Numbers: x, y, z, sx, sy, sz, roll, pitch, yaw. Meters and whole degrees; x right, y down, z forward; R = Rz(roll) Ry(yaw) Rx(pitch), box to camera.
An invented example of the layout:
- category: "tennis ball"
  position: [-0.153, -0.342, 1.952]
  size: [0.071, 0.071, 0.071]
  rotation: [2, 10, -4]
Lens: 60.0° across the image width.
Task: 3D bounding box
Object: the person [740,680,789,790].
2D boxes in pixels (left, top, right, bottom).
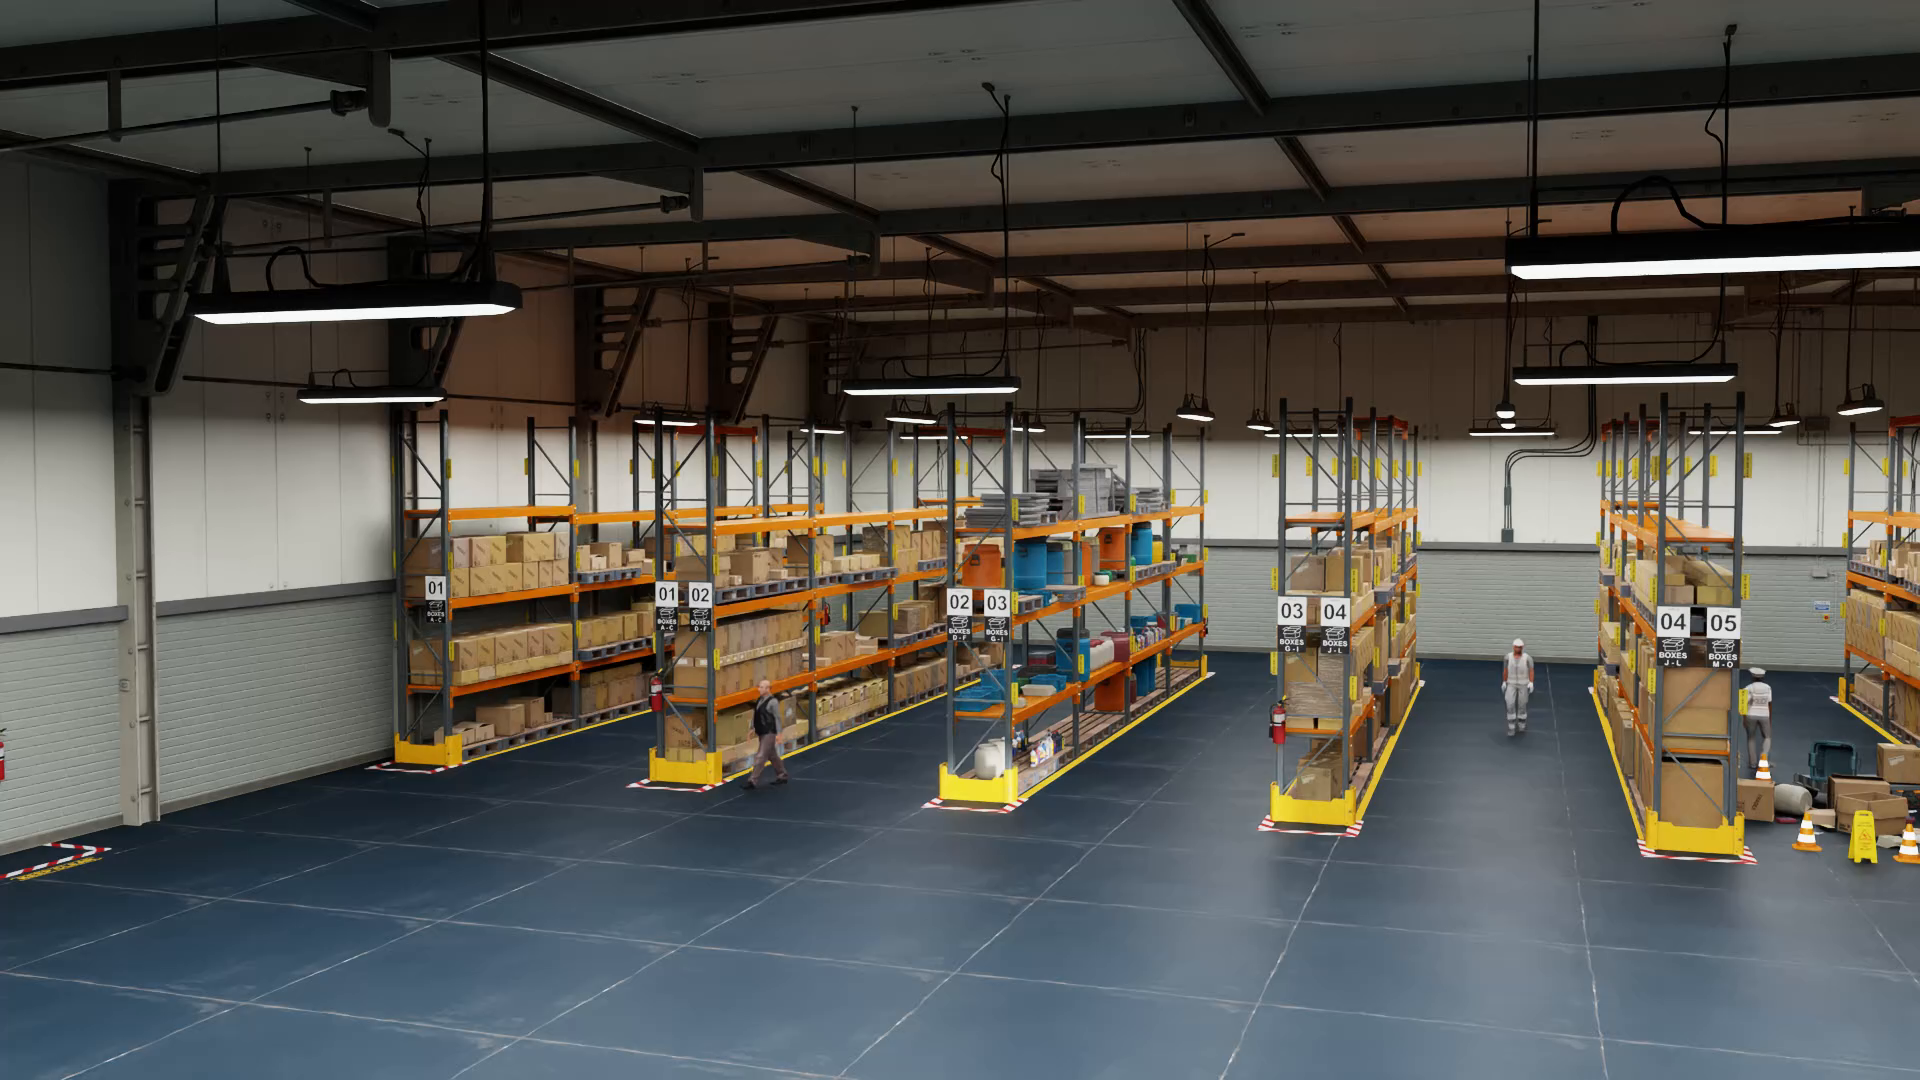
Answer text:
- category: "person"
  position: [-3.092, 3.022, 25.913]
  size: [0.979, 1.673, 0.563]
  rotation: [-2, 3, -33]

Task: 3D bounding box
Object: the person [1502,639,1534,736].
- category: "person"
  position: [10.527, 2.778, 31.384]
  size: [0.601, 1.838, 0.550]
  rotation: [1, 3, 25]

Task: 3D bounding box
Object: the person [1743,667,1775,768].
- category: "person"
  position: [13.329, 2.976, 27.748]
  size: [0.491, 1.680, 0.507]
  rotation: [1, 3, 19]
